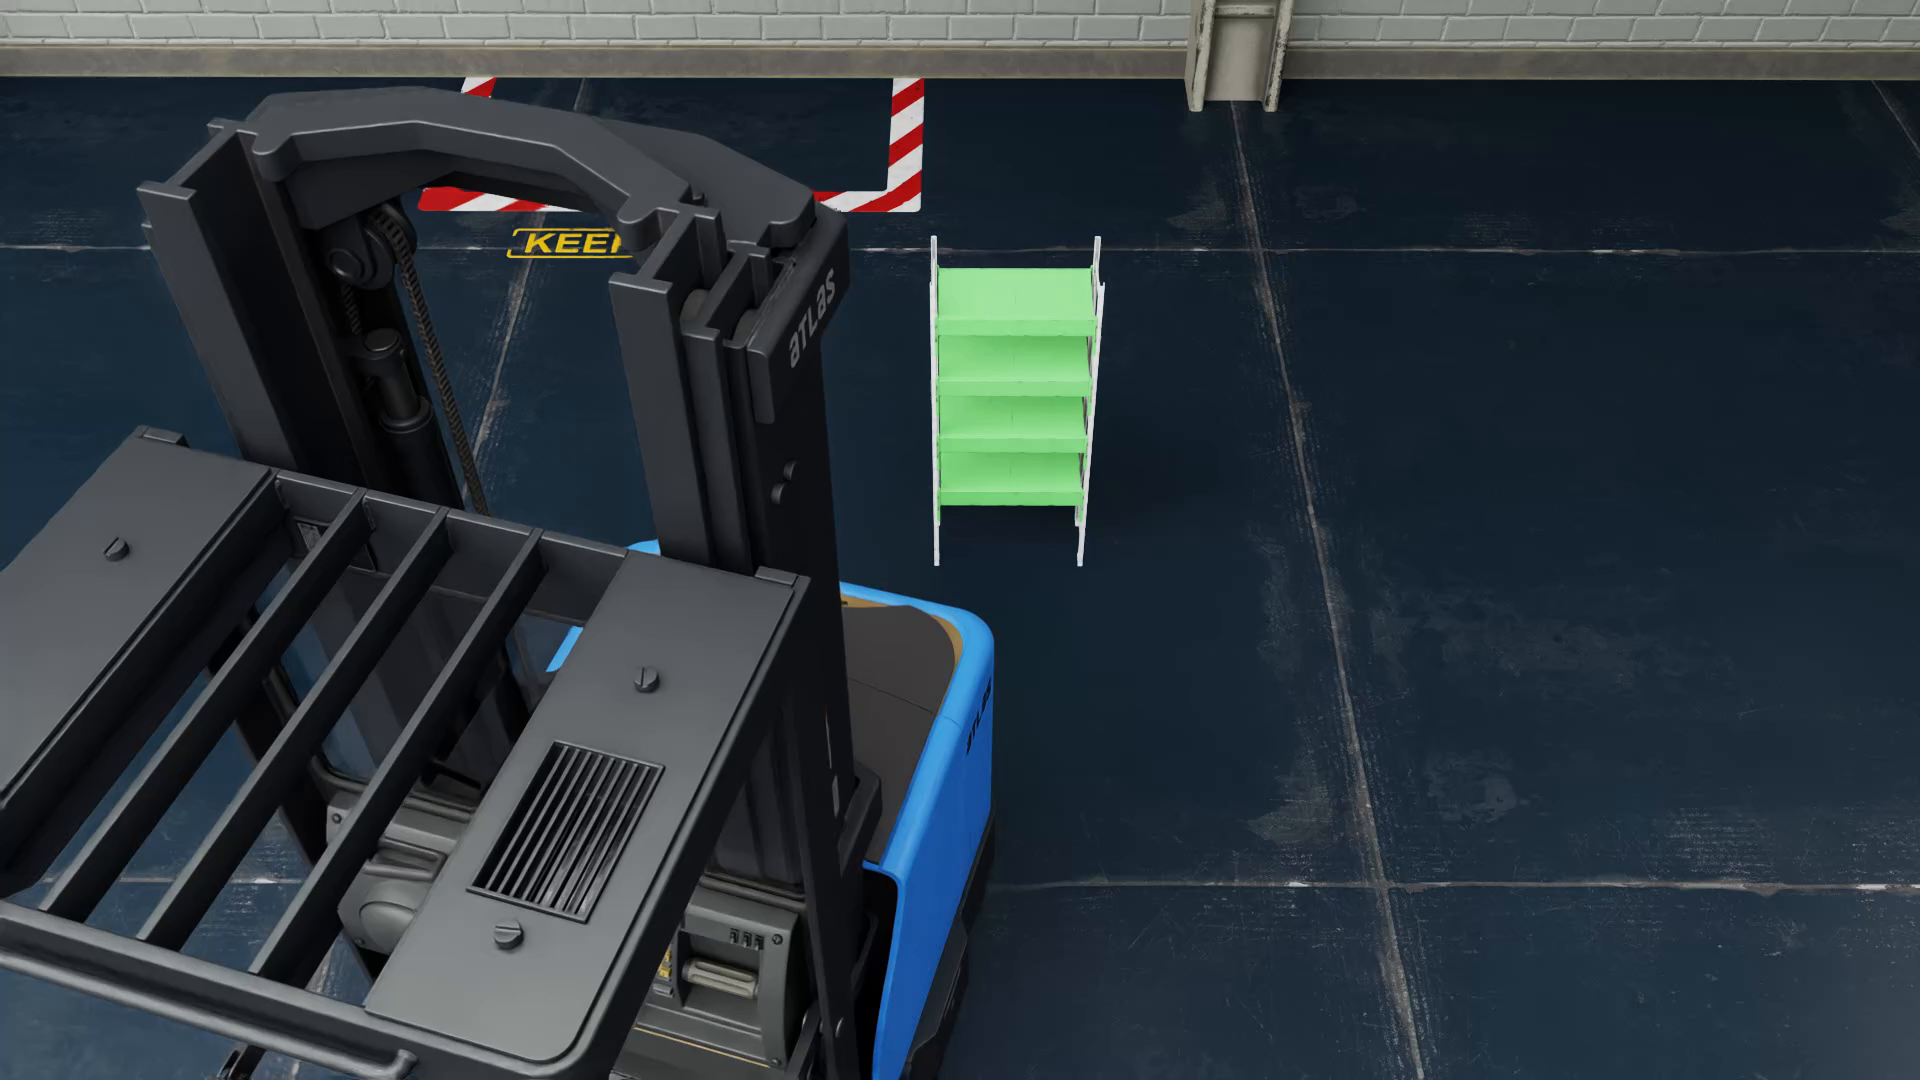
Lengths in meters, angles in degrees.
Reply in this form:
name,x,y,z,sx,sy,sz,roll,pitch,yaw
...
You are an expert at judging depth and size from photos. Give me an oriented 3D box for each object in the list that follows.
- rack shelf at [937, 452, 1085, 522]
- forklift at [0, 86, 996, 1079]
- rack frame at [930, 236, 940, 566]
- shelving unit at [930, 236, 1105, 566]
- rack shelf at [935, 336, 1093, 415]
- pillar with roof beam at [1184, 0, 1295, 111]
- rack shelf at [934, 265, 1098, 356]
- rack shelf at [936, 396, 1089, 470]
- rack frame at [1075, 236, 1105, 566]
name,x,y,z,sx,sy,sz,roll,pitch,yaw
rack shelf,0.166,-0.201,5.533,0.480,0.148,0.258,0,47,0
forklift,-0.811,0.852,2.954,1.130,2.935,3.031,12,48,11
rack frame,-0.078,-0.409,5.311,0.015,1.200,0.240,0,47,0
shelving unit,0.166,-0.408,5.310,0.503,1.200,0.258,0,47,0
rack shelf,0.166,-0.528,5.181,0.480,0.148,0.258,0,47,0
pillar with roof beam,1.229,-1.979,1.444,0.400,9.000,9.100,0,47,0
rack shelf,0.166,-0.692,5.006,0.480,0.148,0.258,0,47,0
rack shelf,0.166,-0.365,5.357,0.480,0.148,0.258,0,47,0
rack frame,0.410,-0.408,5.310,0.015,1.200,0.240,0,47,0
